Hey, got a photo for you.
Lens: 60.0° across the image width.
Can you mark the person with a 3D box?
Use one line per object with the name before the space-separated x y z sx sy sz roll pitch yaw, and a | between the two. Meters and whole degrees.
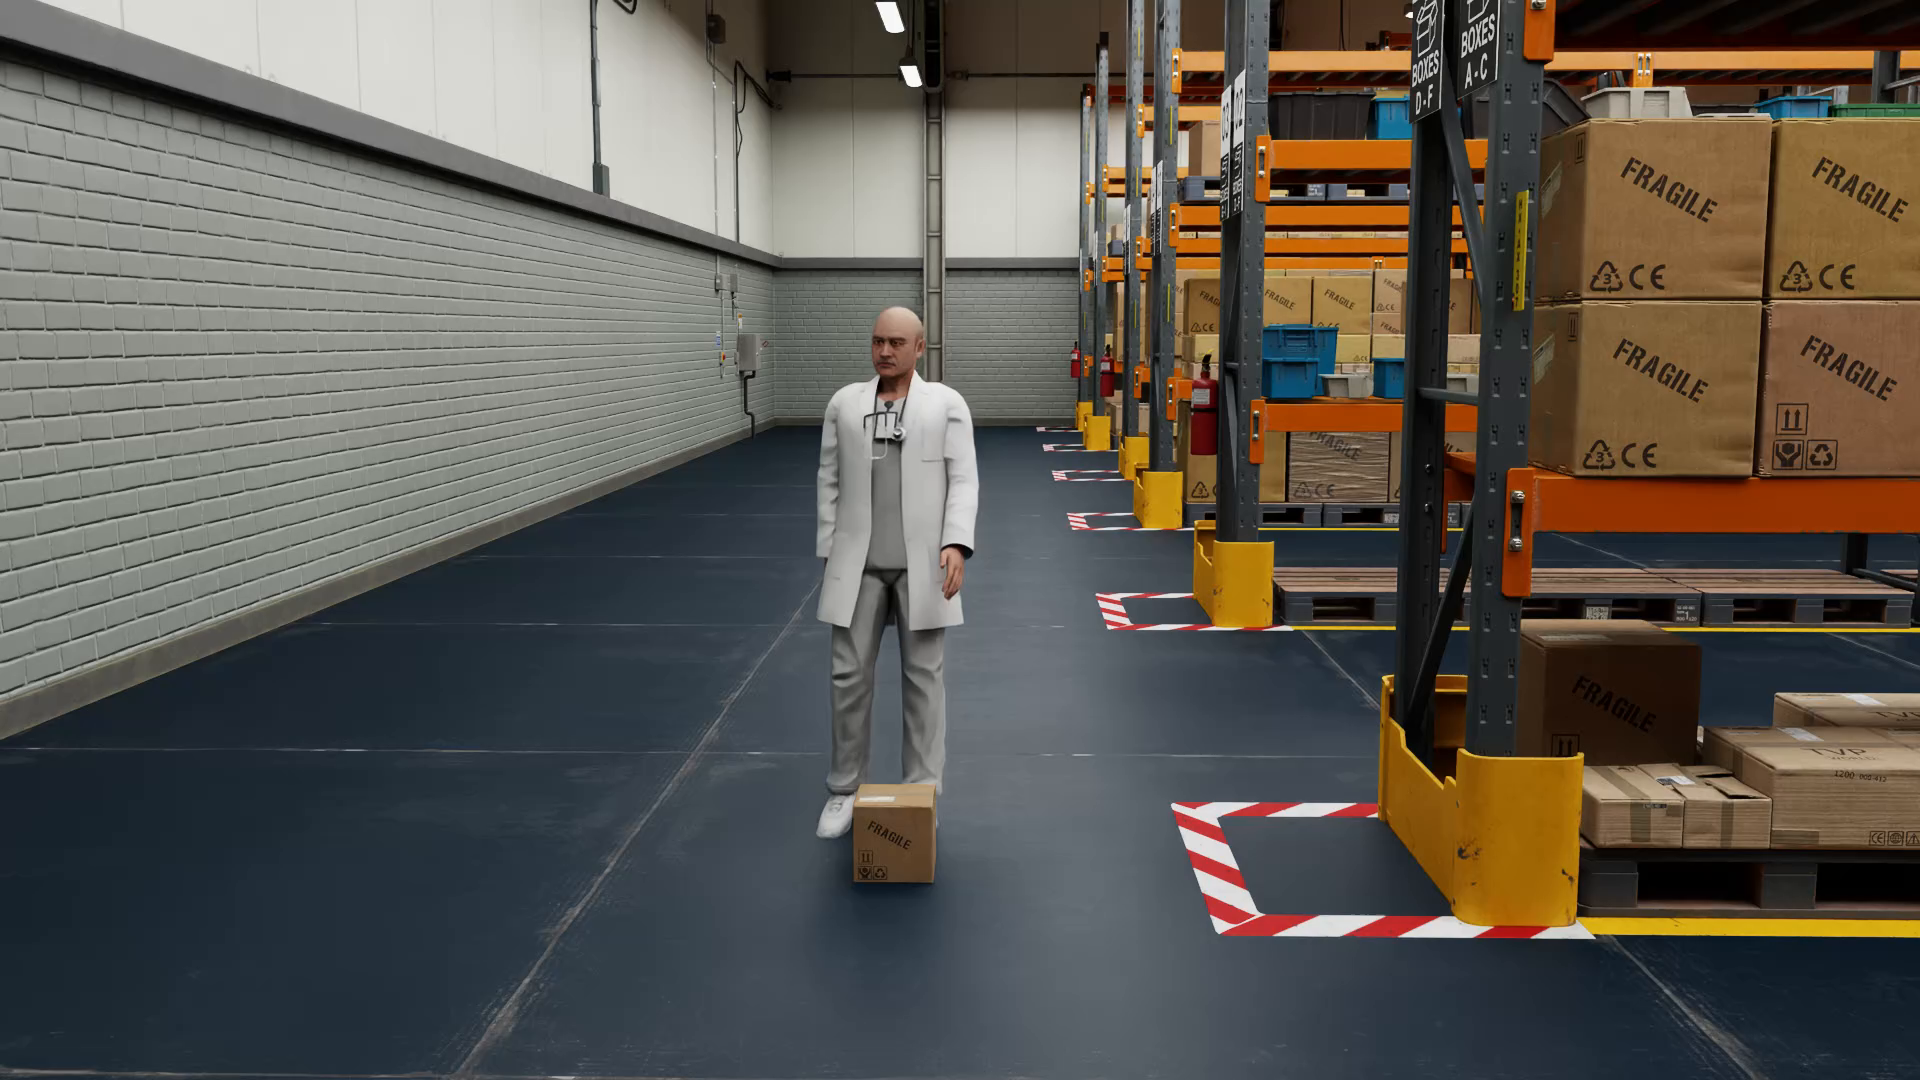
person | -0.235 0.108 5.732 0.592 1.812 0.493 1 7 6
